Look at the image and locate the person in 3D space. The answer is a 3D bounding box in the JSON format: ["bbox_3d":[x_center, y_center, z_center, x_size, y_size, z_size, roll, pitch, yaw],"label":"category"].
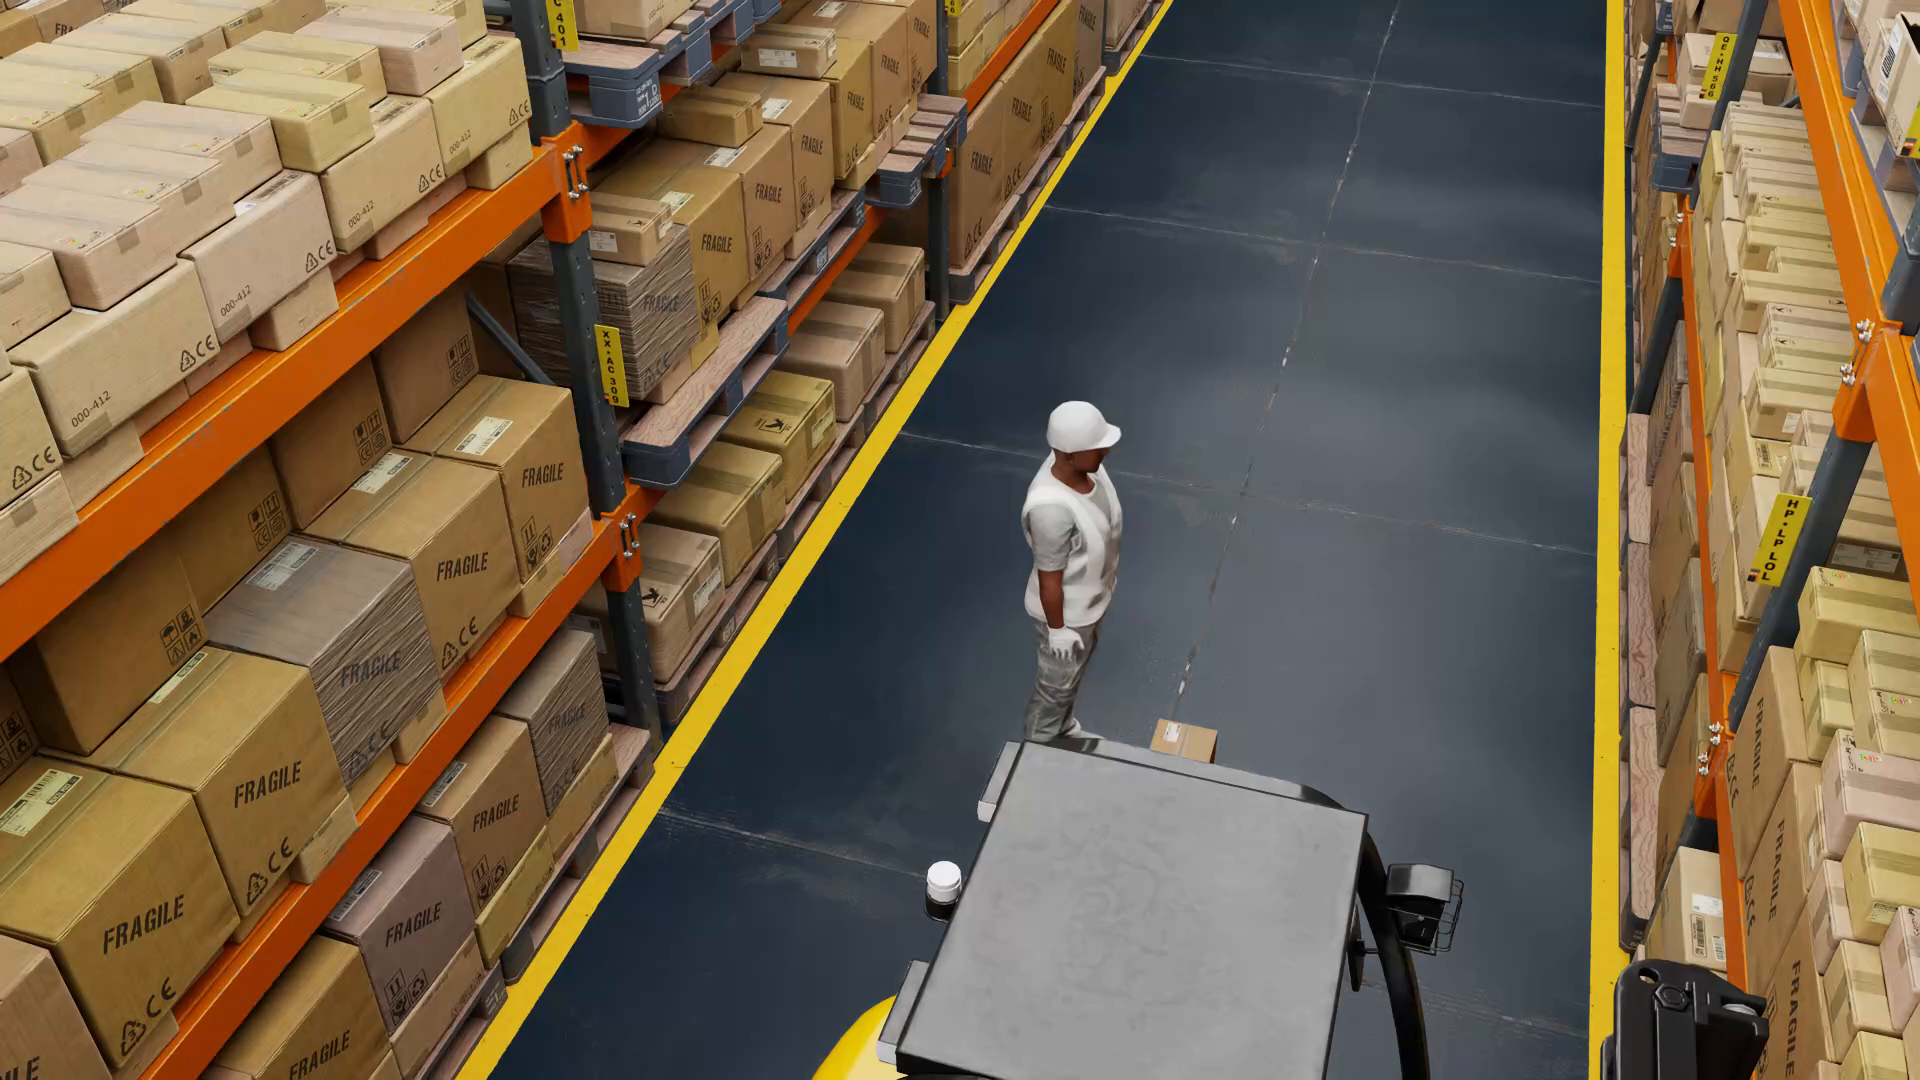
[{"bbox_3d":[0.446,0.228,6.566,0.363,1.785,0.546,11,38,15],"label":"person"}]
